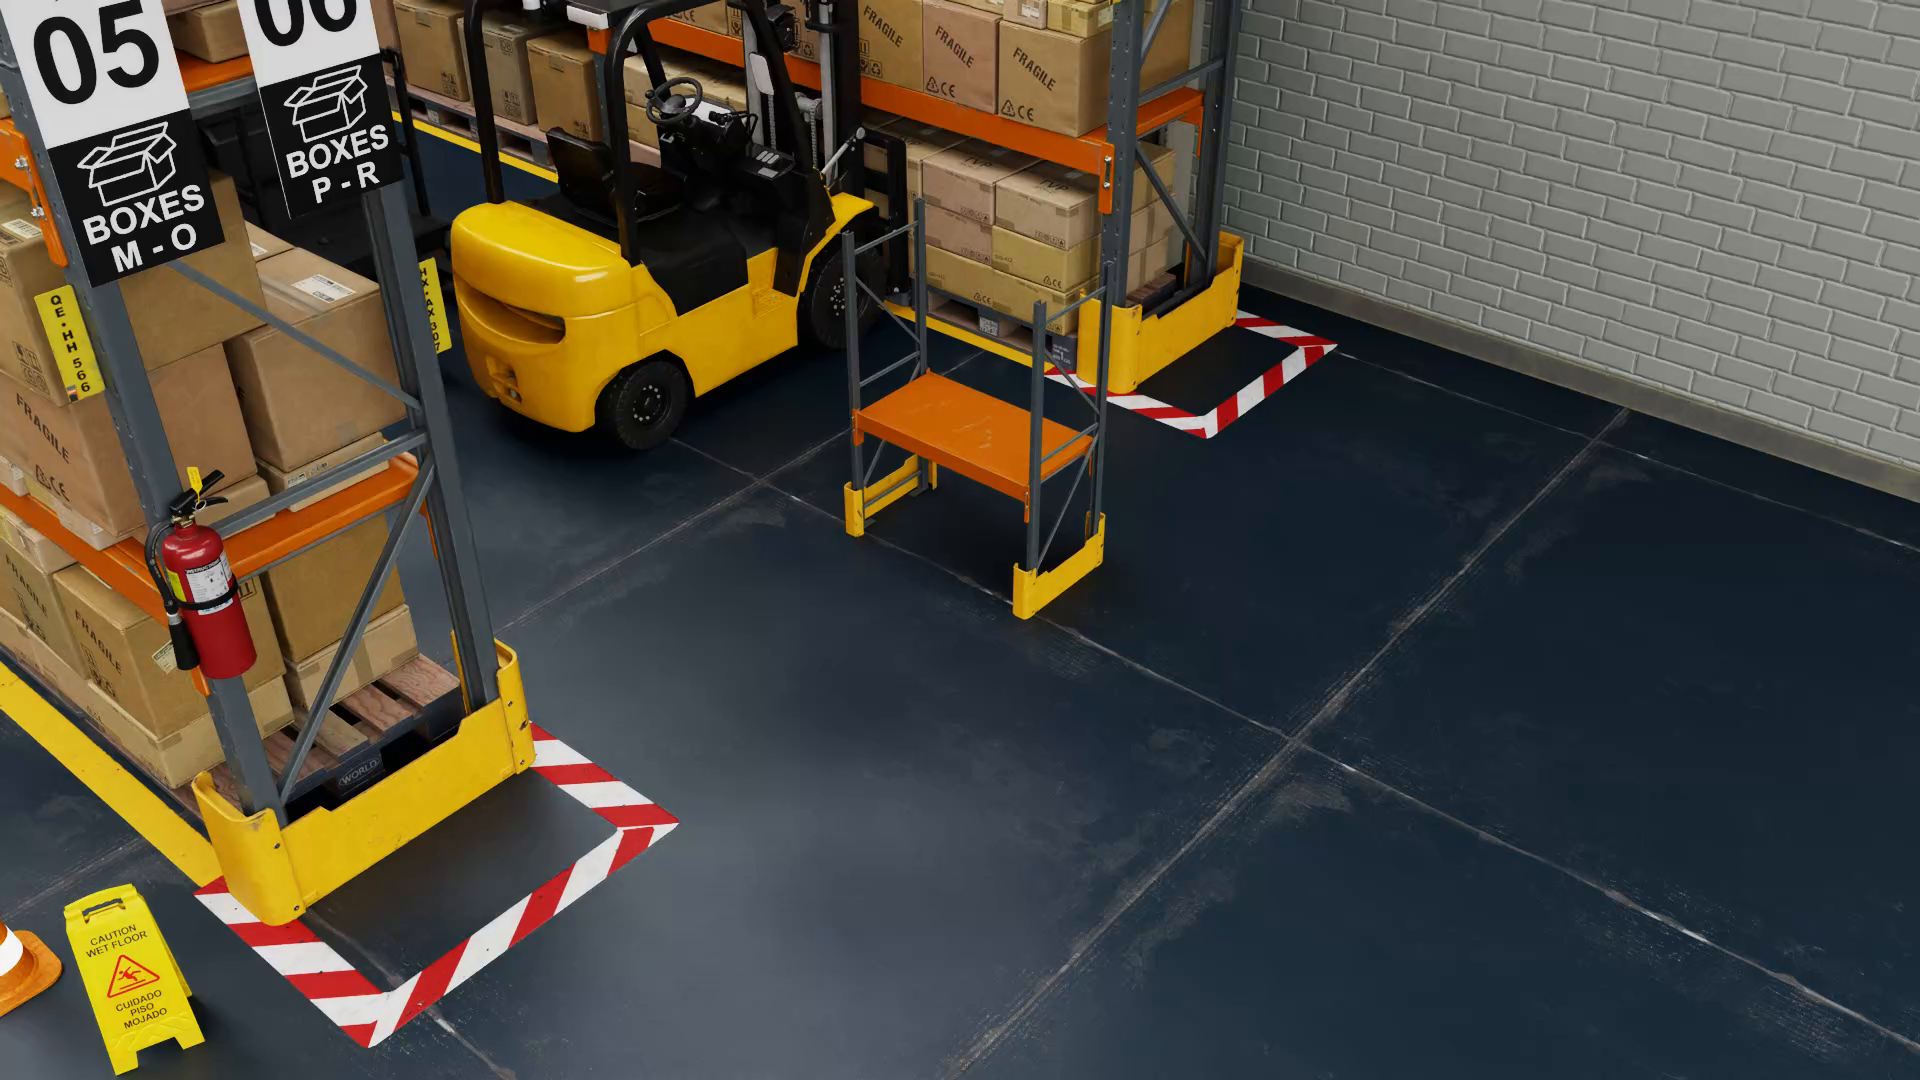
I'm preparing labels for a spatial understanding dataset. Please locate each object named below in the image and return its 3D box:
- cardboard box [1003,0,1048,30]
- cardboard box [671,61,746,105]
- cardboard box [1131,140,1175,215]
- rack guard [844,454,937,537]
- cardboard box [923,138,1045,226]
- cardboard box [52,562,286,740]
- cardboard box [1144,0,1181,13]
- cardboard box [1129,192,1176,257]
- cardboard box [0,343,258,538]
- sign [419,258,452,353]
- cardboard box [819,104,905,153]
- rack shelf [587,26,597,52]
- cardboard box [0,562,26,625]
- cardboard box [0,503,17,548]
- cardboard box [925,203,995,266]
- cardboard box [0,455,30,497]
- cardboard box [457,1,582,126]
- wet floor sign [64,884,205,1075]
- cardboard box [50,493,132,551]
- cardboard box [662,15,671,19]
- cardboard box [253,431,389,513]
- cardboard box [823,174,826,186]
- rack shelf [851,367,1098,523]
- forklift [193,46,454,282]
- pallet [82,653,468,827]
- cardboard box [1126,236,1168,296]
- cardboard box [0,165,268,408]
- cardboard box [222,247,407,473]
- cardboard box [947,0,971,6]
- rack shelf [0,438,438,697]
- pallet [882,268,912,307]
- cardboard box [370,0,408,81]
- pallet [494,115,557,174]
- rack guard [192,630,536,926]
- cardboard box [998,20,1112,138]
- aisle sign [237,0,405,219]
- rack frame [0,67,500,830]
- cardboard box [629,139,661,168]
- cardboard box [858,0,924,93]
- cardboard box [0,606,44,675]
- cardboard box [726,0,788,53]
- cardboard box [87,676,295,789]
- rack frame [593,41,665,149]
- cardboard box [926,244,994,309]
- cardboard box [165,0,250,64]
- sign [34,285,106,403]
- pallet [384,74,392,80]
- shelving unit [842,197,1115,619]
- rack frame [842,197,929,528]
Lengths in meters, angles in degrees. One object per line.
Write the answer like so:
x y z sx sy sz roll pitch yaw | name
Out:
0.432 -2.718 8.397 0.250 0.149 0.380 26 42 33 | cardboard box
-1.424 -2.726 10.244 0.500 0.250 0.500 25 42 32 | cardboard box
0.845 -2.034 9.237 0.500 0.250 0.500 25 41 31 | cardboard box
-0.324 -0.256 7.902 0.087 0.250 0.587 25 42 32 | rack guard
0.143 -1.992 9.175 0.500 0.250 0.500 26 42 33 | cardboard box
-2.863 0.309 6.046 0.500 0.500 0.500 26 42 32 | cardboard box
0.998 -2.871 8.619 0.250 0.149 0.380 24 41 31 | cardboard box
0.864 -1.833 9.385 0.500 0.250 0.500 26 42 33 | cardboard box
-2.674 -0.406 5.340 0.500 0.500 0.500 24 41 31 | cardboard box
-1.733 -0.758 5.440 0.005 0.325 0.100 25 42 32 | sign
-0.636 -2.357 9.707 0.500 0.250 0.500 24 41 31 | cardboard box
-3.518 -4.203 11.856 4.000 0.370 1.077 25 42 32 | rack shelf
-3.649 -0.064 6.589 0.500 0.500 0.500 24 41 31 | cardboard box
-3.379 -0.154 6.148 0.250 0.149 0.380 26 42 33 | cardboard box
0.140 -1.799 9.336 0.500 0.250 0.500 25 42 31 | cardboard box
-3.171 -0.330 5.803 0.250 0.149 0.380 26 42 33 | cardboard box
-2.981 -3.438 11.833 0.625 0.625 0.875 25 42 31 | cardboard box
-2.619 1.340 5.229 0.267 0.644 0.232 -18 38 -25 | wet floor sign
-2.770 -0.148 5.537 0.250 0.149 0.380 25 42 31 | cardboard box
-1.807 -3.542 10.170 0.500 0.500 0.500 24 41 31 | cardboard box
-2.209 -0.275 5.722 0.250 0.149 0.380 25 42 32 | cardboard box
-0.652 -2.159 9.861 0.500 0.250 0.500 25 42 32 | cardboard box
0.066 -0.439 7.382 1.000 0.185 0.538 25 42 32 | rack shelf
-3.716 -2.735 9.143 3.031 2.935 1.130 25 42 32 | forklift
-2.740 0.647 6.621 1.213 0.211 1.003 25 42 32 | pallet
0.841 -1.629 9.530 0.500 0.250 0.500 25 42 32 | cardboard box
-2.612 -0.831 5.077 0.500 0.500 0.700 24 41 31 | cardboard box
-2.267 -0.621 5.654 0.500 0.500 0.500 25 41 31 | cardboard box
0.088 -2.933 8.711 0.250 0.149 0.380 25 42 32 | cardboard box
-3.617 -0.593 6.600 4.000 0.370 1.077 25 42 32 | rack shelf
-0.455 -1.878 10.297 1.213 0.211 1.003 25 42 32 | pallet
-4.078 -3.953 12.583 0.625 0.625 0.875 27 43 33 | cardboard box
-2.572 -2.876 11.751 1.213 0.211 1.003 25 42 32 | pallet
-2.139 0.838 6.089 0.348 0.500 1.175 25 42 32 | rack guard
0.547 -2.431 8.552 0.500 0.500 0.500 24 41 31 | cardboard box
-1.834 -1.349 4.769 0.004 0.787 0.394 25 42 32 | aisle sign
-2.080 -0.165 5.341 0.127 3.000 1.000 25 42 32 | rack frame
-1.821 -2.495 10.792 0.500 0.250 0.500 26 42 32 | cardboard box
-0.240 -2.809 9.102 0.500 0.500 0.500 24 41 31 | cardboard box
-3.672 0.241 6.807 0.500 0.250 0.500 24 41 30 | cardboard box
-1.007 -3.178 9.639 0.500 0.500 0.500 25 42 31 | cardboard box
-2.892 0.611 6.269 0.500 0.250 0.500 25 42 32 | cardboard box
-1.981 -3.775 10.597 0.127 3.000 1.000 25 42 32 | rack frame
0.154 -1.583 9.463 0.500 0.250 0.500 25 42 32 | cardboard box
-2.127 -1.560 4.944 0.250 0.149 0.380 25 42 32 | cardboard box
-2.451 -0.539 4.583 0.005 0.325 0.100 25 42 32 | sign
-4.448 -3.759 13.037 1.213 0.211 1.003 25 42 32 | pallet
0.059 -0.591 7.285 1.083 1.500 0.587 25 42 32 | shelving unit
-0.325 -0.771 7.549 0.032 1.500 0.500 25 42 32 | rack frame
